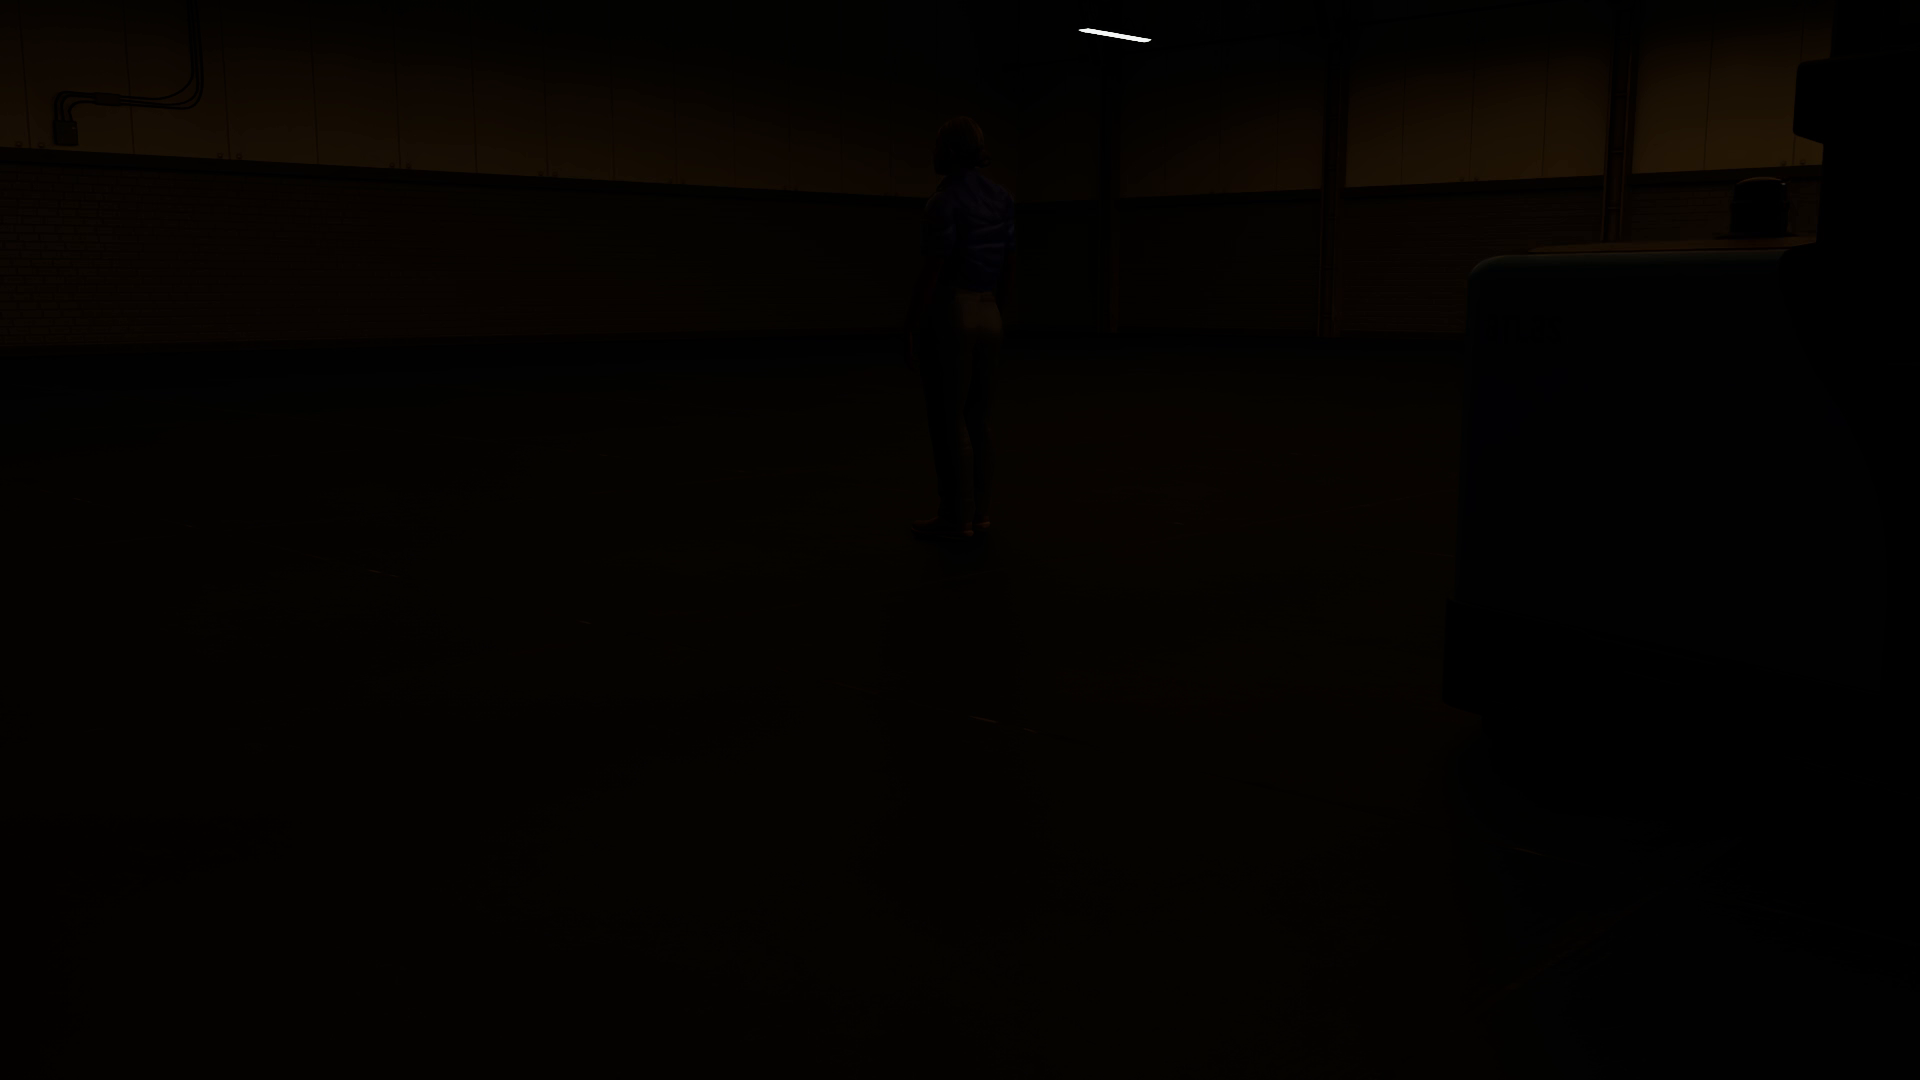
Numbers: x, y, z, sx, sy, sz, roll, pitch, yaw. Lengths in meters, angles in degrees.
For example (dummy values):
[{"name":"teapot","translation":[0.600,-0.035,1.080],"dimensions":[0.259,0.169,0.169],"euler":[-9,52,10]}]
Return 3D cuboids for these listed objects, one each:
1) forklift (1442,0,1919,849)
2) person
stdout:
[{"name":"forklift","translation":[2.255,-0.855,2.554],"dimensions":[1.130,2.935,3.031],"euler":[-5,10,-29]},{"name":"person","translation":[-0.049,-0.836,6.667],"dimensions":[0.504,1.654,0.569],"euler":[8,12,43]}]
